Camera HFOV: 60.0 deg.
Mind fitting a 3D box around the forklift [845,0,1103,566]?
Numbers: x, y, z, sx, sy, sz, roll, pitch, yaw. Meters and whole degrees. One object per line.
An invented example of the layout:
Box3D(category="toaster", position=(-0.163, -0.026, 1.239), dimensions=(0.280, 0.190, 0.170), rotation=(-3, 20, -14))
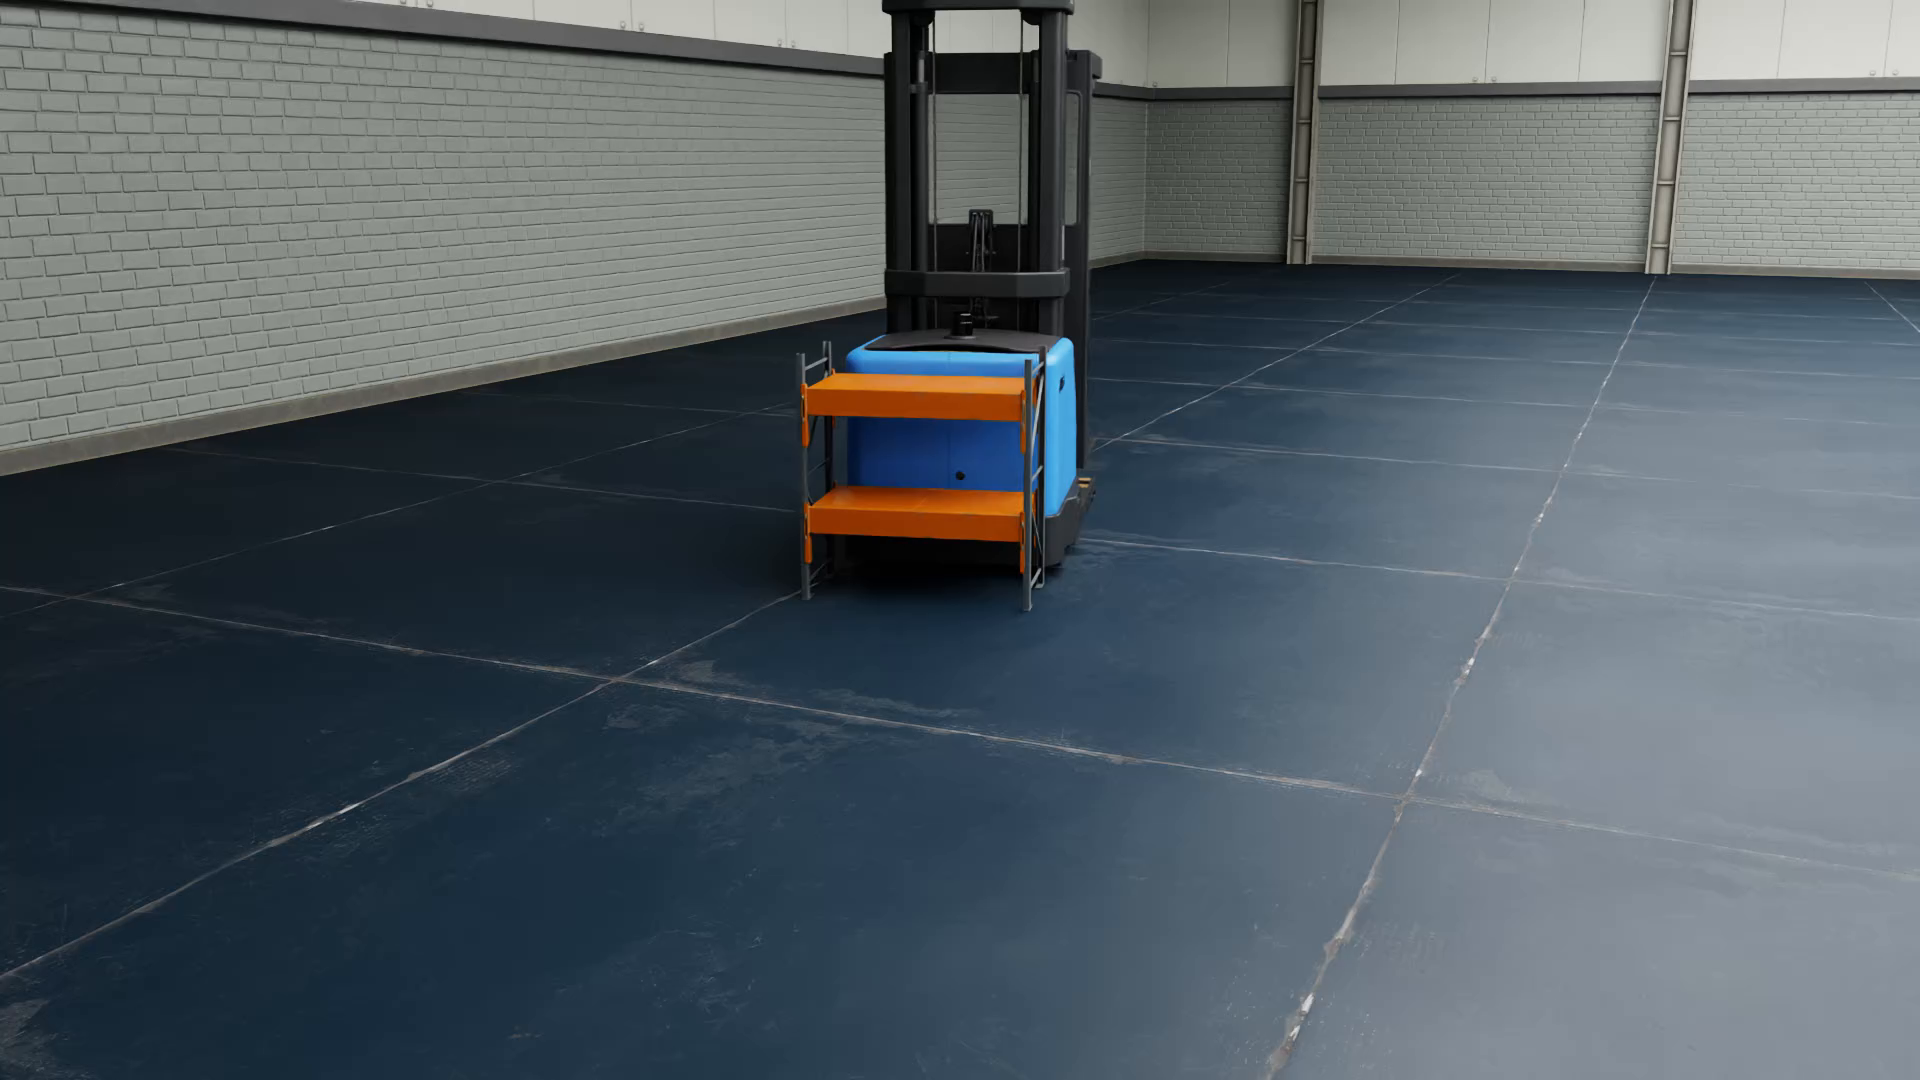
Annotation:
Box3D(category="forklift", position=(0.186, -1.587, 9.104), dimensions=(1.130, 2.935, 3.031), rotation=(2, 13, 9))

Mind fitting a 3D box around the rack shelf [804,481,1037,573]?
Box3D(category="rack shelf", position=(-0.162, -0.068, 7.645), dimensions=(1.000, 0.278, 0.538), rotation=(2, 14, 10))

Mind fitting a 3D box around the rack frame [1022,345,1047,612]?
Box3D(category="rack frame", position=(0.337, -0.285, 7.497), dimensions=(0.032, 1.125, 0.500), rotation=(2, 14, 10))

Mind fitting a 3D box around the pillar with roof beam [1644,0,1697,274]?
Box3D(category="pillar with roof beam", position=(9.868, -7.922, 22.816), dimensions=(0.400, 9.000, 9.100), rotation=(6, 14, 23))

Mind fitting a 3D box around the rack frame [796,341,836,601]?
Box3D(category="rack frame", position=(-0.662, -0.327, 7.678), dimensions=(0.032, 1.125, 0.500), rotation=(2, 14, 10))

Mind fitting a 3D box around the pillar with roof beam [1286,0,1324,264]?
Box3D(category="pillar with roof beam", position=(4.382, -8.477, 25.182), dimensions=(0.400, 9.000, 9.100), rotation=(6, 14, 23))

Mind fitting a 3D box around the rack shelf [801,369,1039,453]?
Box3D(category="rack shelf", position=(-0.163, -0.591, 7.519), dimensions=(1.000, 0.278, 0.538), rotation=(2, 14, 10))

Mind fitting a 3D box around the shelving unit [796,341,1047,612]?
Box3D(category="shelving unit", position=(-0.163, -0.306, 7.588), dimensions=(1.048, 1.125, 0.538), rotation=(2, 14, 10))
